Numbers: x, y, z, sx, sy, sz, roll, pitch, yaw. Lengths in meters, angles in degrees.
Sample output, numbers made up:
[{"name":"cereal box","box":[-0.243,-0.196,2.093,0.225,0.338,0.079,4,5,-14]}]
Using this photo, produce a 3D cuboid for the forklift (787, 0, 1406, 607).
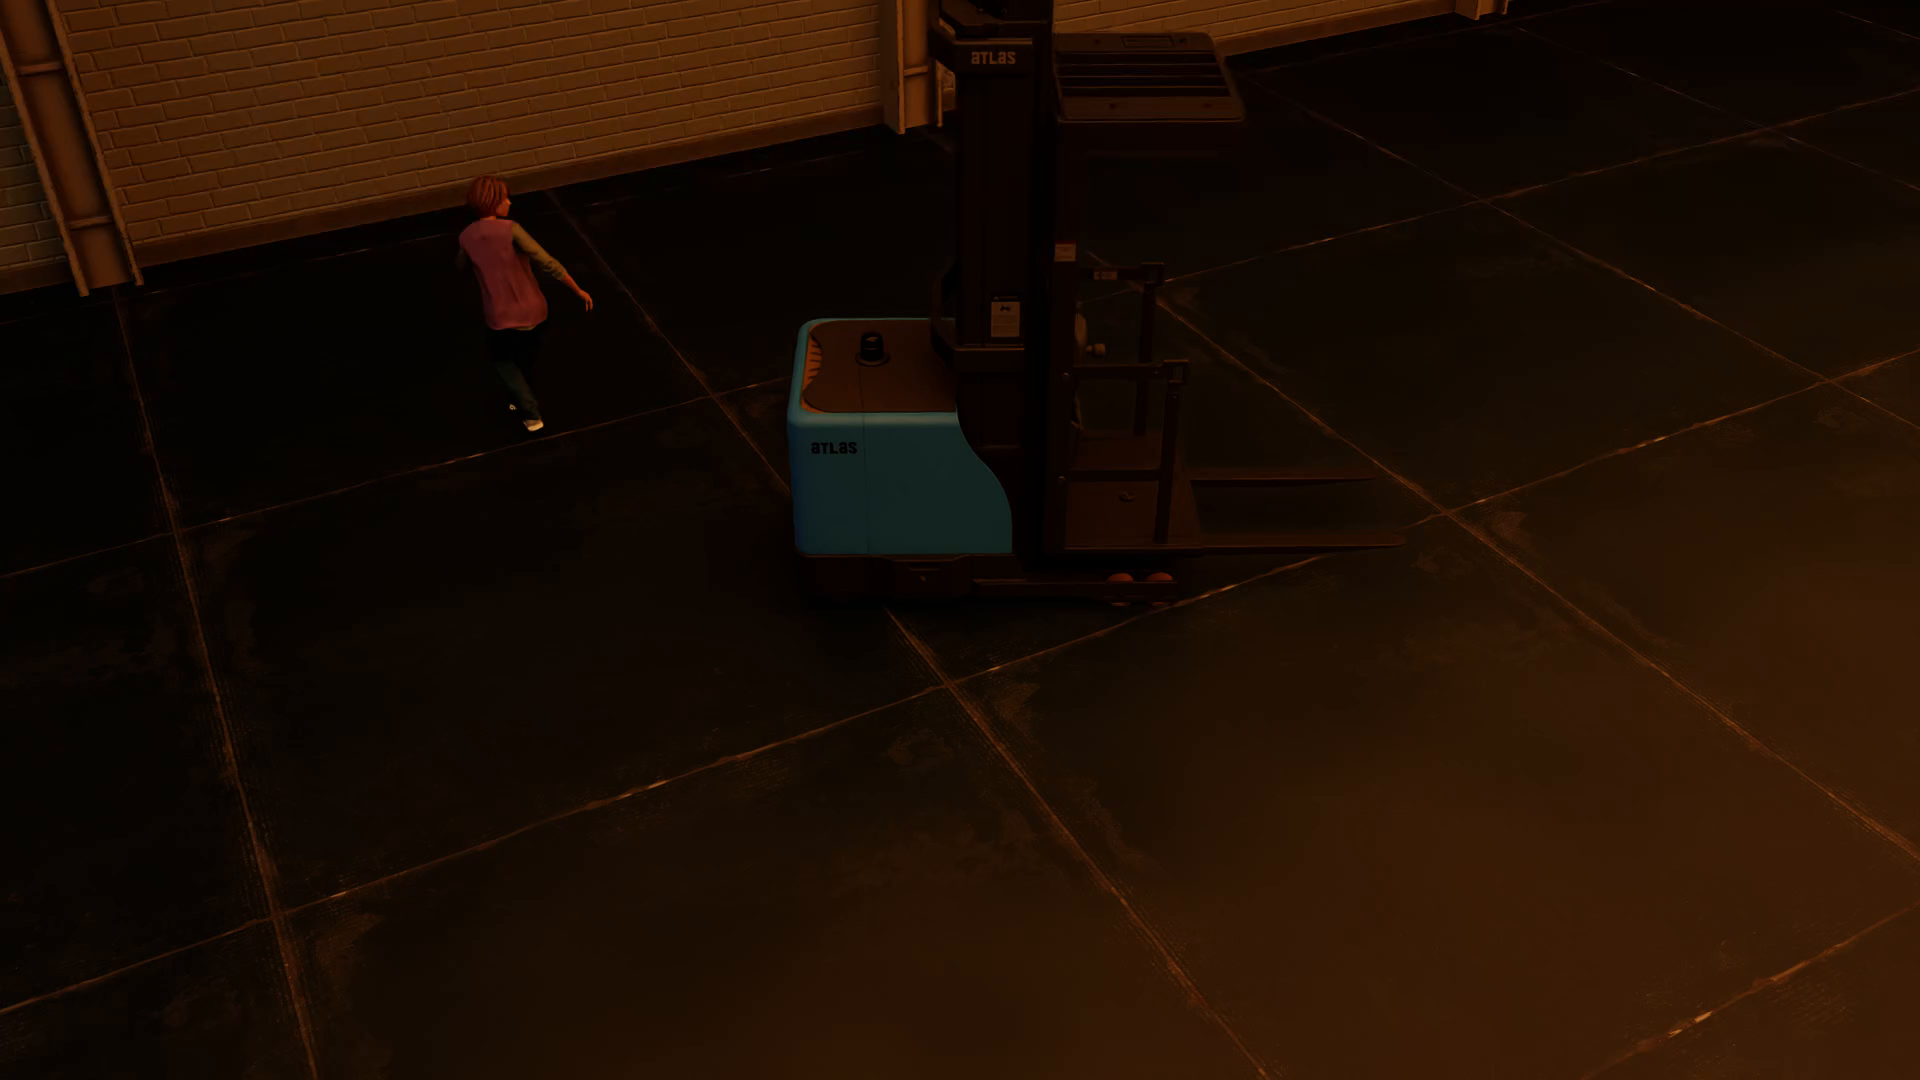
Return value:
[{"name":"forklift","box":[0.697,-1.176,7.787,3.031,2.935,1.130,0,35,-1]}]

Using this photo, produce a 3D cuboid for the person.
[{"name":"person","box":[-2.417,-1.338,9.302,0.730,1.477,0.773,-5,36,-7]}]
